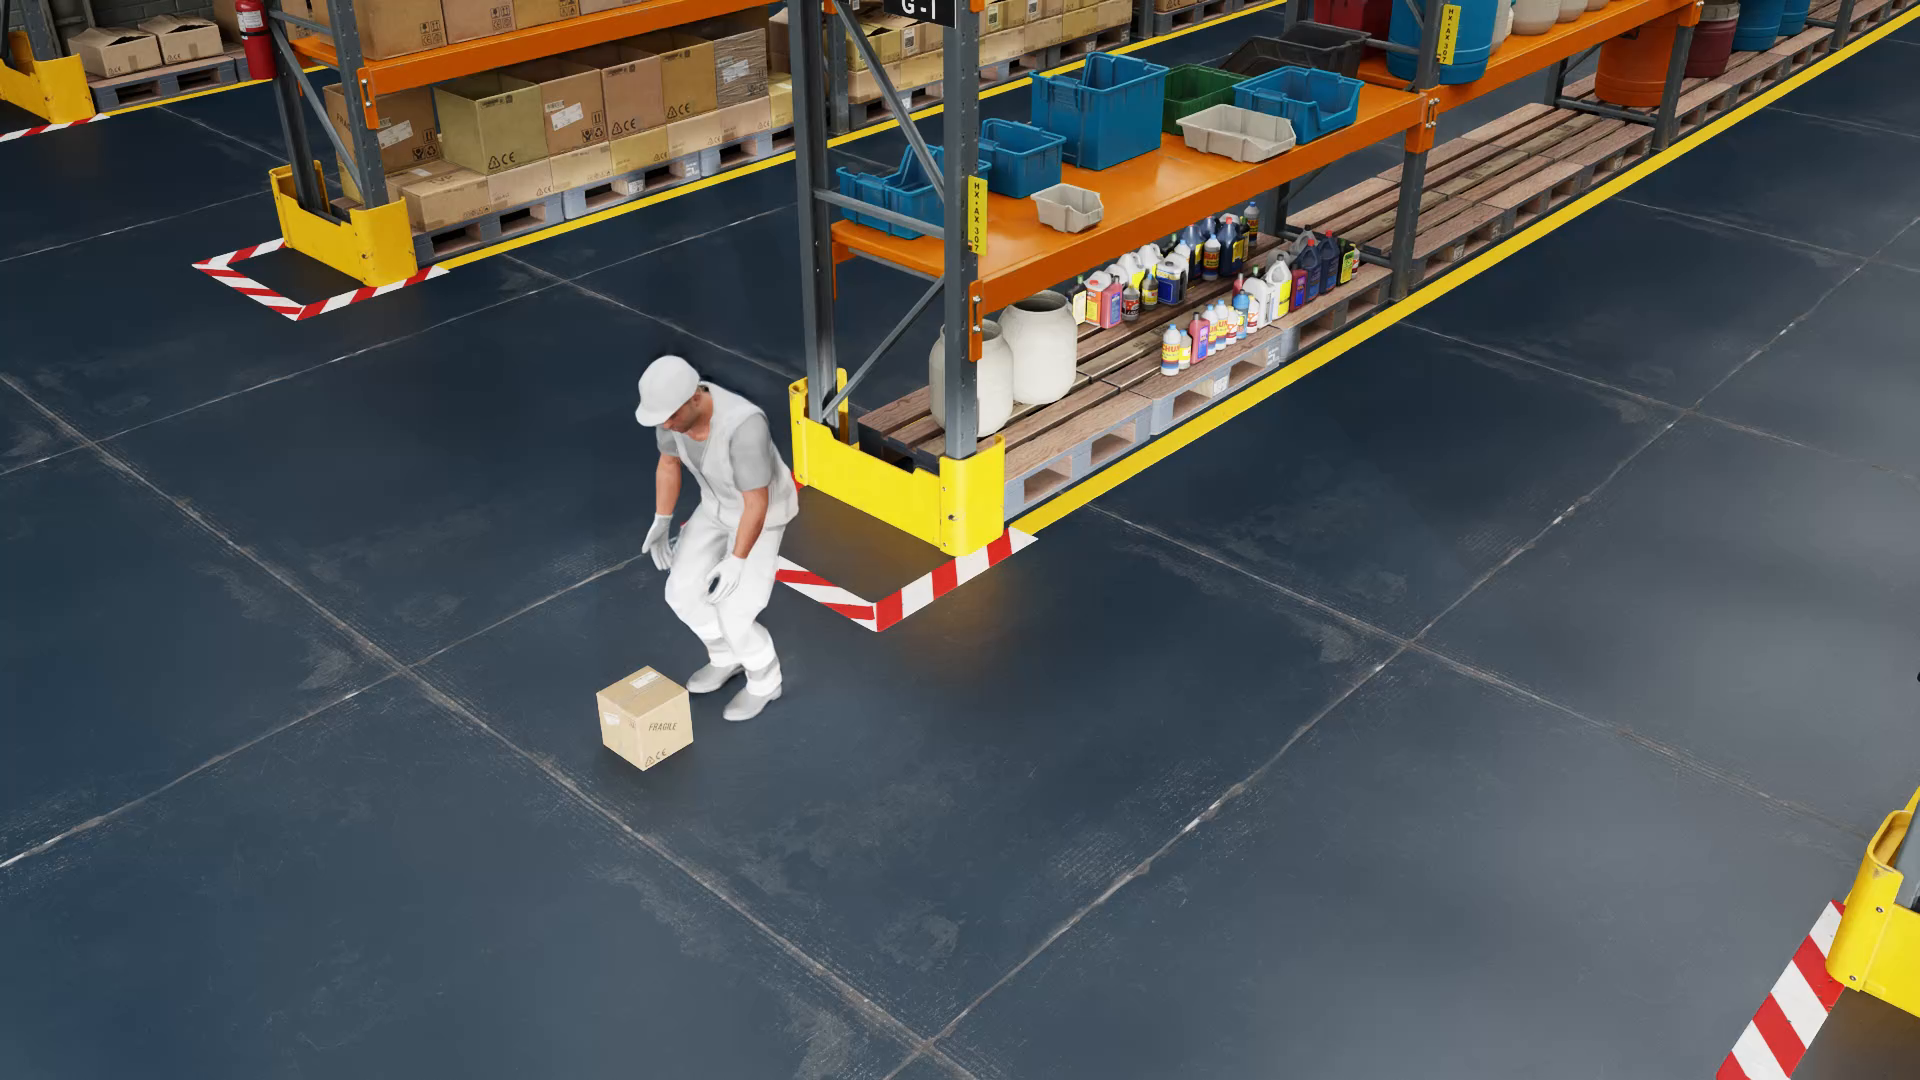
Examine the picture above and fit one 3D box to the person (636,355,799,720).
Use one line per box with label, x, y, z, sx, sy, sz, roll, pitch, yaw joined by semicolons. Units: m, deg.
person;-0.909;-0.033;6.368;0.575;1.580;0.647;26;39;36
